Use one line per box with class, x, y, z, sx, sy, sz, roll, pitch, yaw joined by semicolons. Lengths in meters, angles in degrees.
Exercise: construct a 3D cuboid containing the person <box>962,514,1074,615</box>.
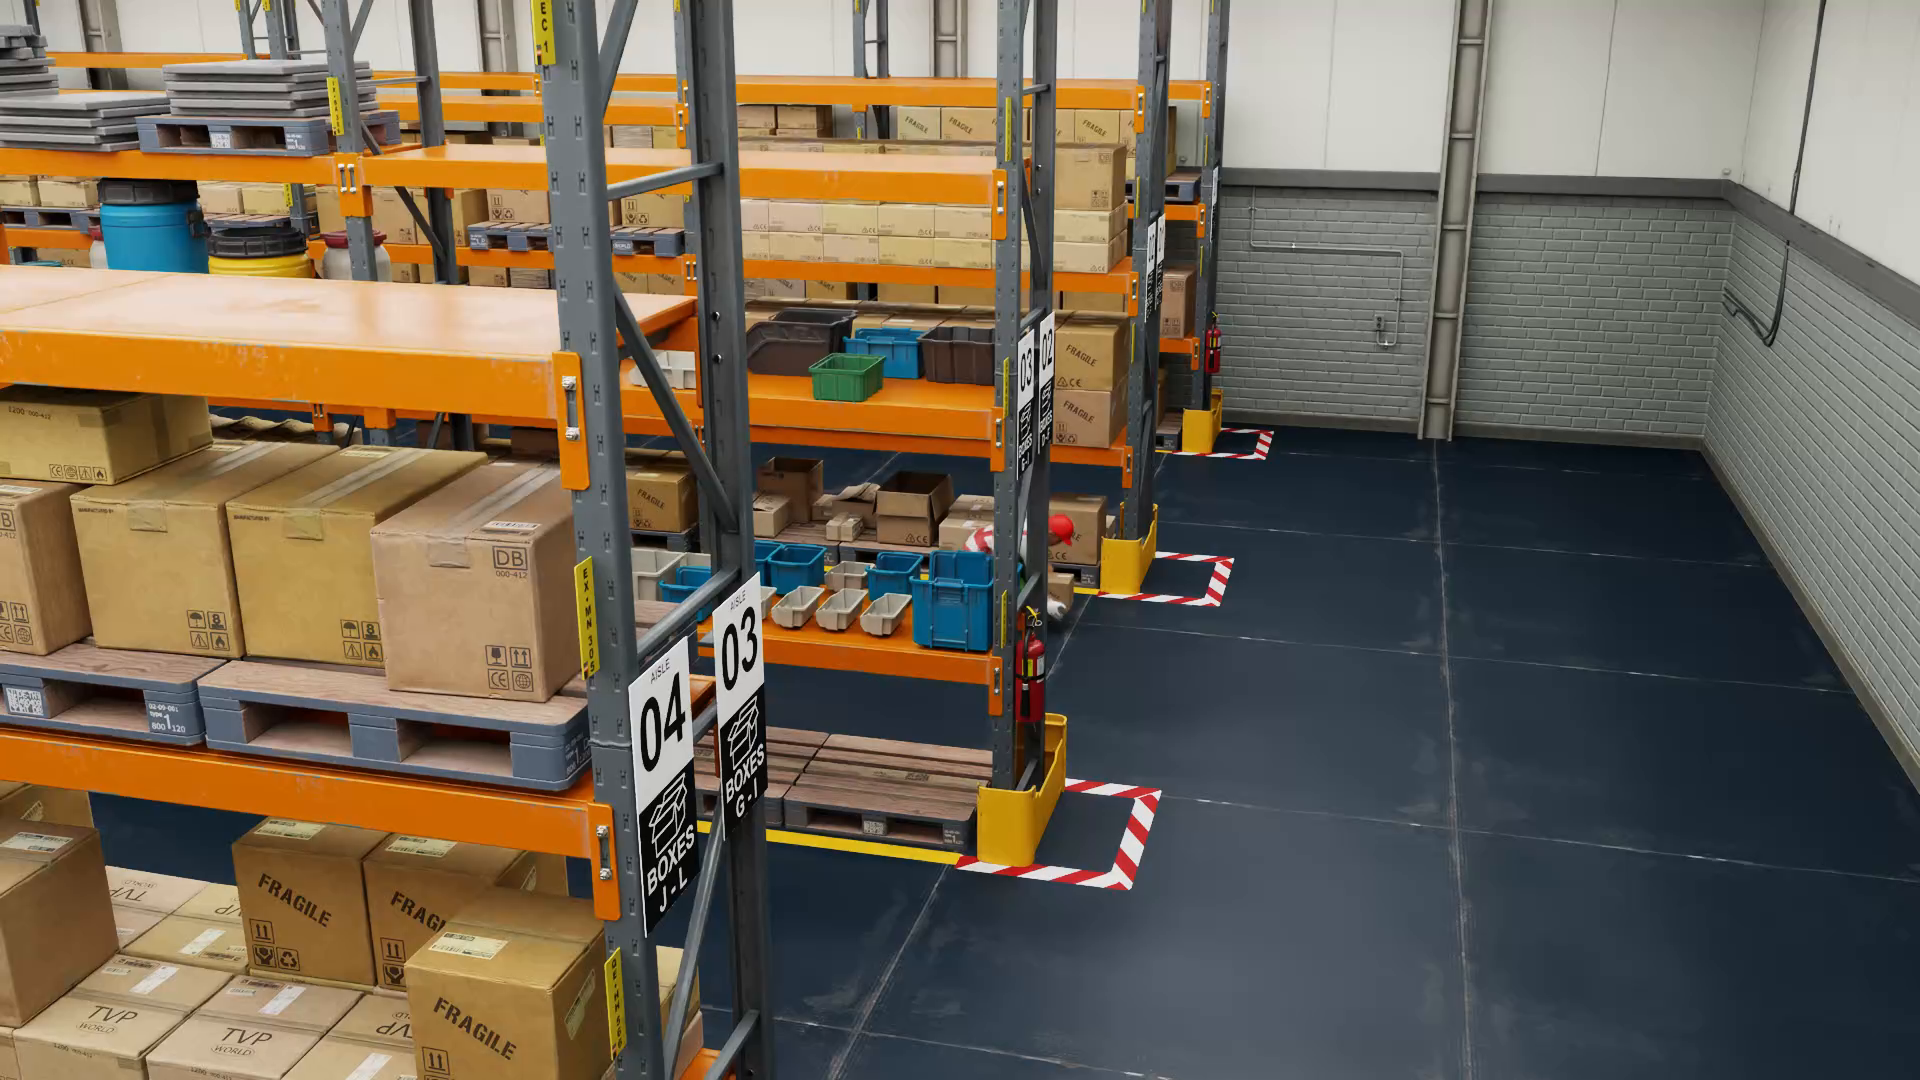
person;0.471;0.246;13.786;0.923;0.984;0.530;4;18;12
